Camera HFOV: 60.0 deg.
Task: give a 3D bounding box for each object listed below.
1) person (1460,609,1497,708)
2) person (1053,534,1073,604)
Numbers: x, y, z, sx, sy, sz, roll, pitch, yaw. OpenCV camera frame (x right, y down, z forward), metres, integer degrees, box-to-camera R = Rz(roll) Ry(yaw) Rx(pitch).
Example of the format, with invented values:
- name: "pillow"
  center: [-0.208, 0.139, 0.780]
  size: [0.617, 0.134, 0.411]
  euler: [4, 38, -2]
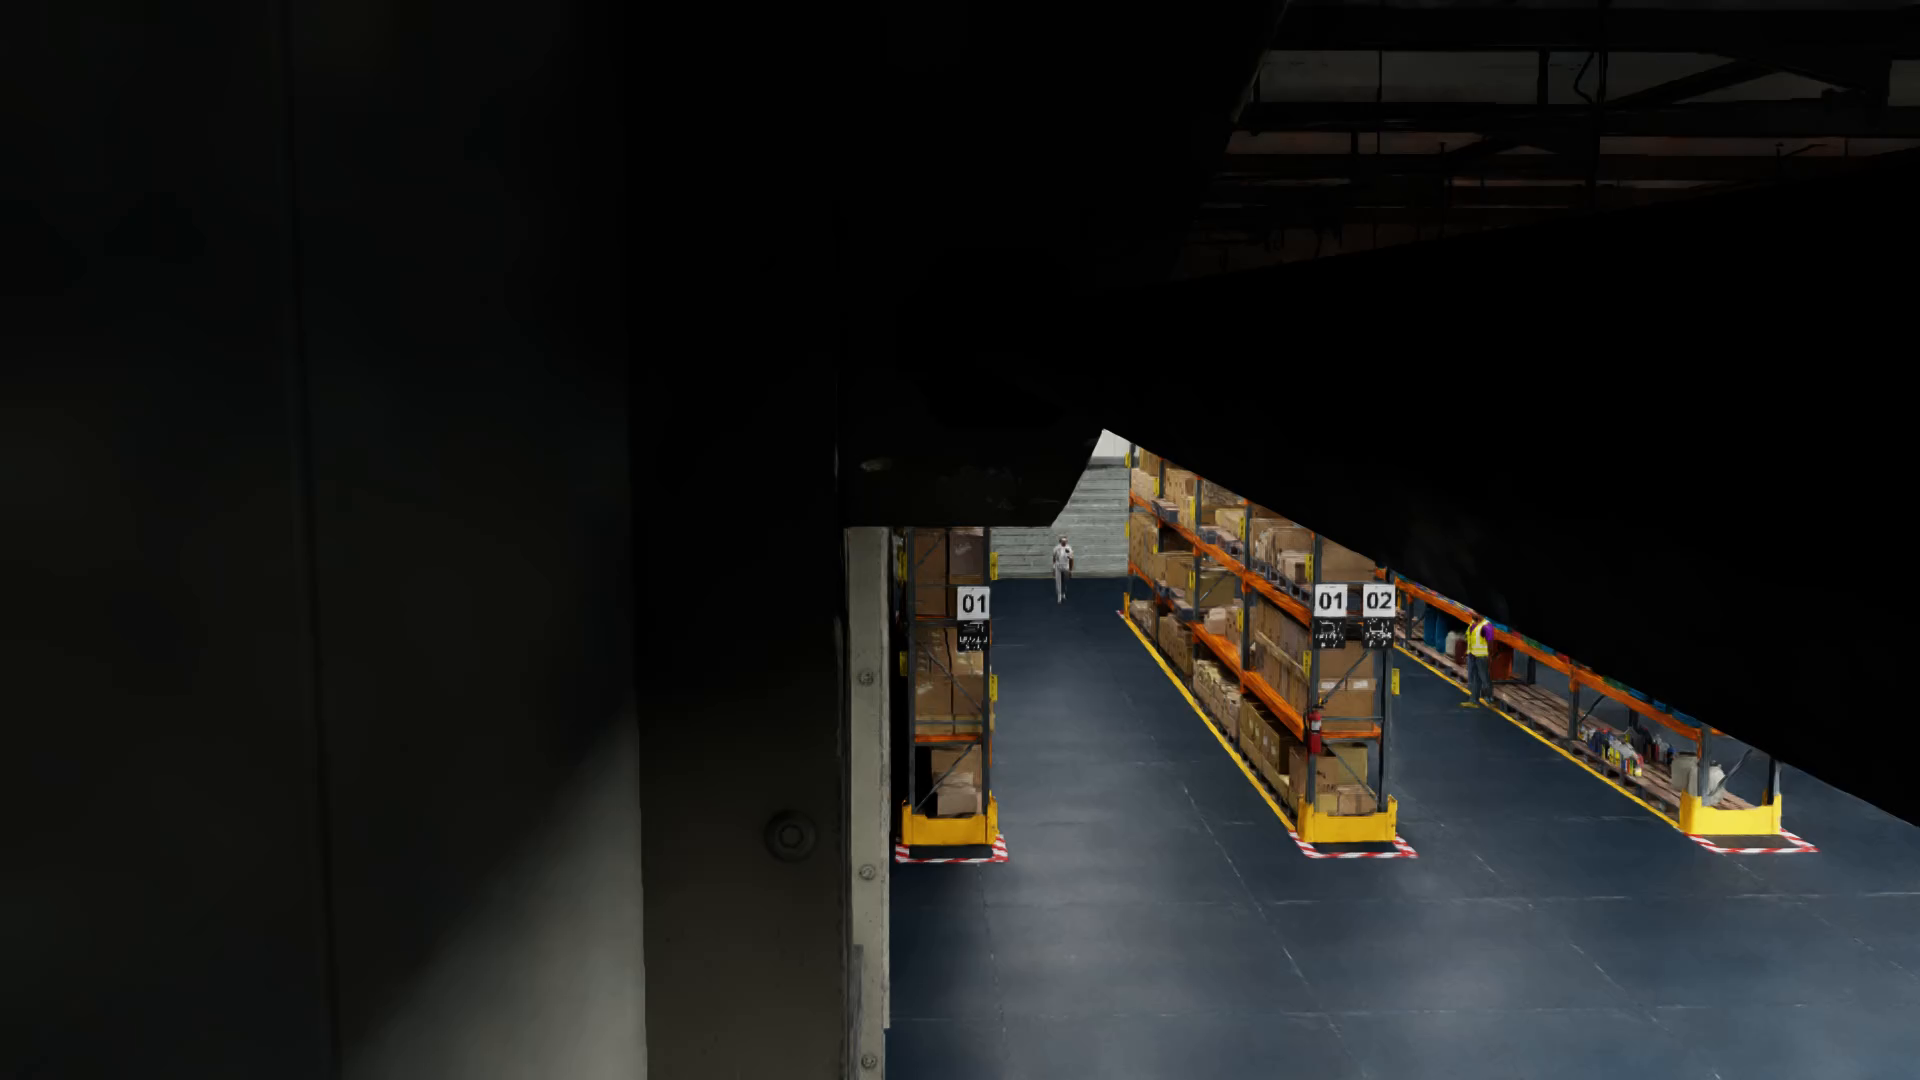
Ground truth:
- name: "person"
  center: [8.665, 1.920, 27.726]
  size: [0.467, 1.769, 0.686]
  euler: [-3, 8, -20]
- name: "person"
  center: [2.370, 0.642, 38.157]
  size: [0.445, 1.590, 1.081]
  euler: [-1, 7, -4]
